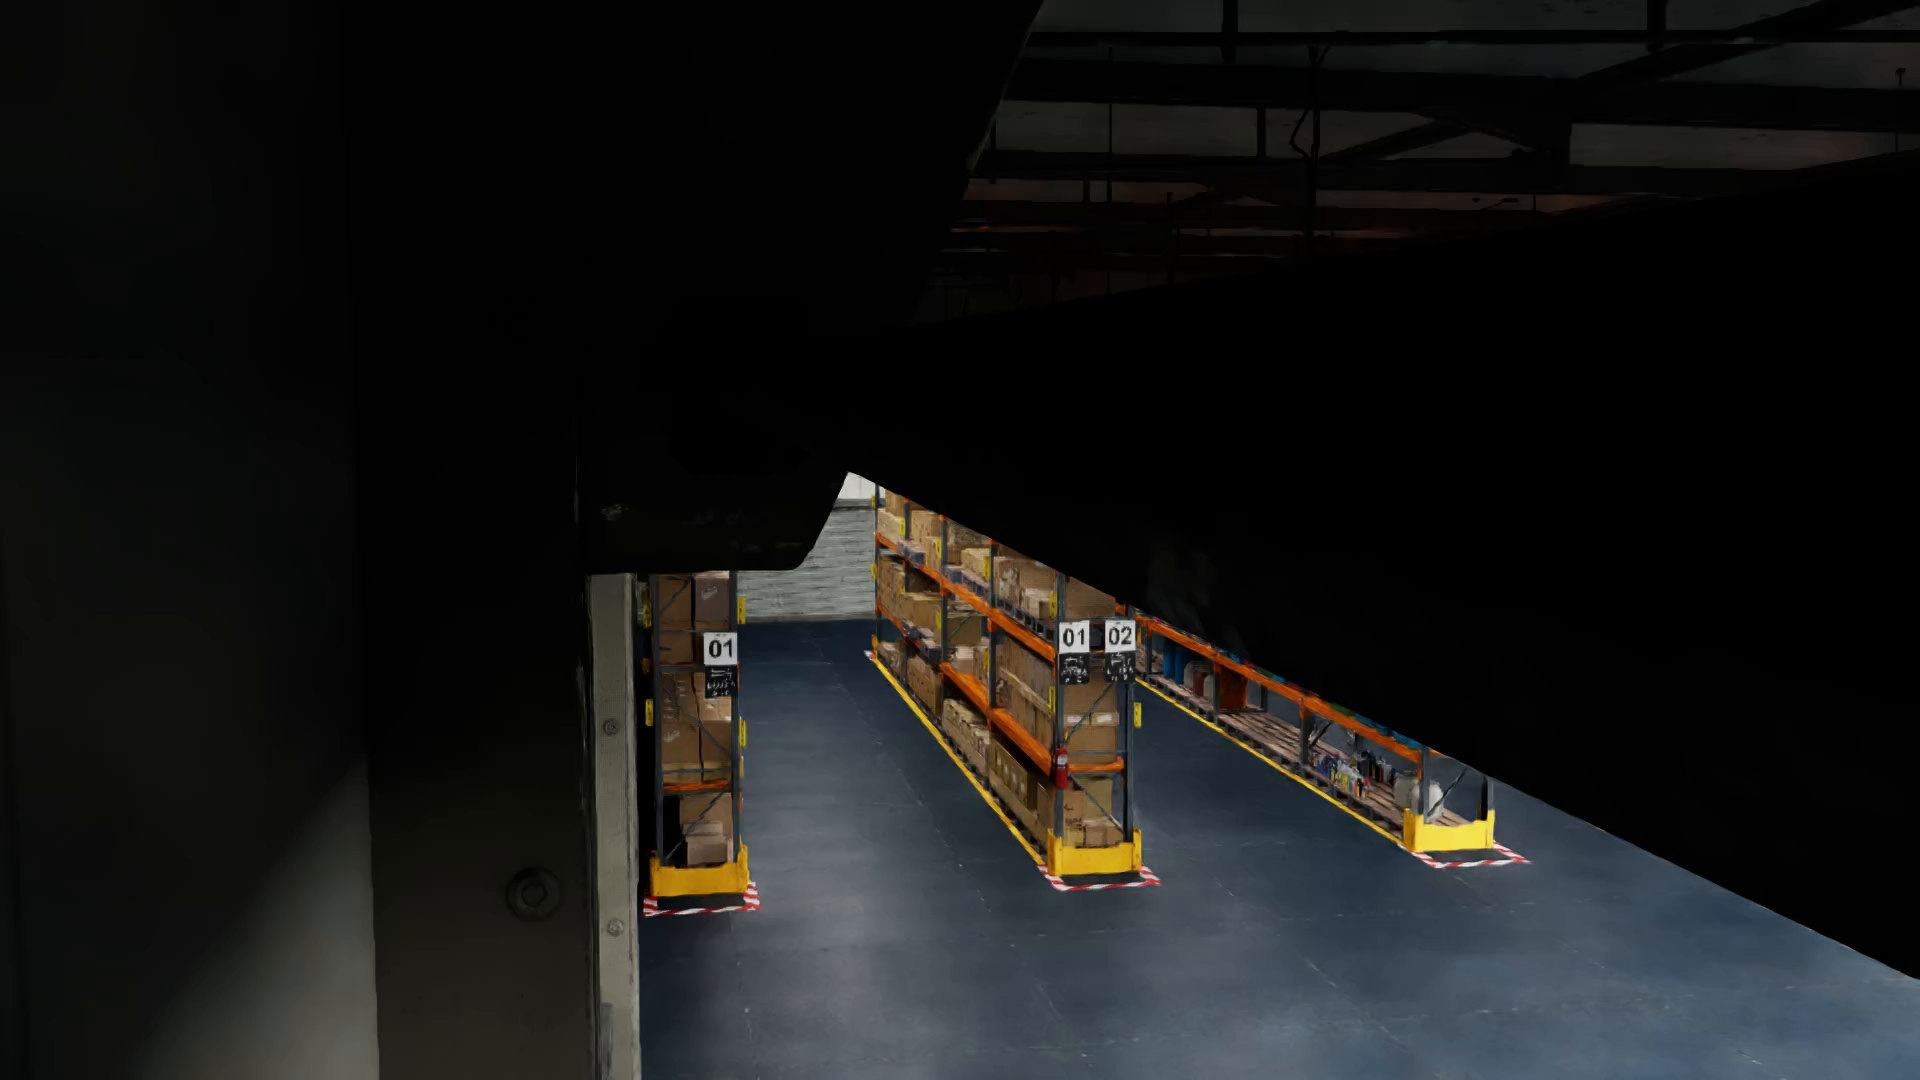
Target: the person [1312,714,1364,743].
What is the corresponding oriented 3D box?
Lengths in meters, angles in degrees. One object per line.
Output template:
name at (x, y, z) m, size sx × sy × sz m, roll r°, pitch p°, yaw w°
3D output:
person at (6.375, 2.635, 28.154) m, size 0.632 × 1.602 × 0.819 m, roll -3°, pitch 7°, yaw -28°
